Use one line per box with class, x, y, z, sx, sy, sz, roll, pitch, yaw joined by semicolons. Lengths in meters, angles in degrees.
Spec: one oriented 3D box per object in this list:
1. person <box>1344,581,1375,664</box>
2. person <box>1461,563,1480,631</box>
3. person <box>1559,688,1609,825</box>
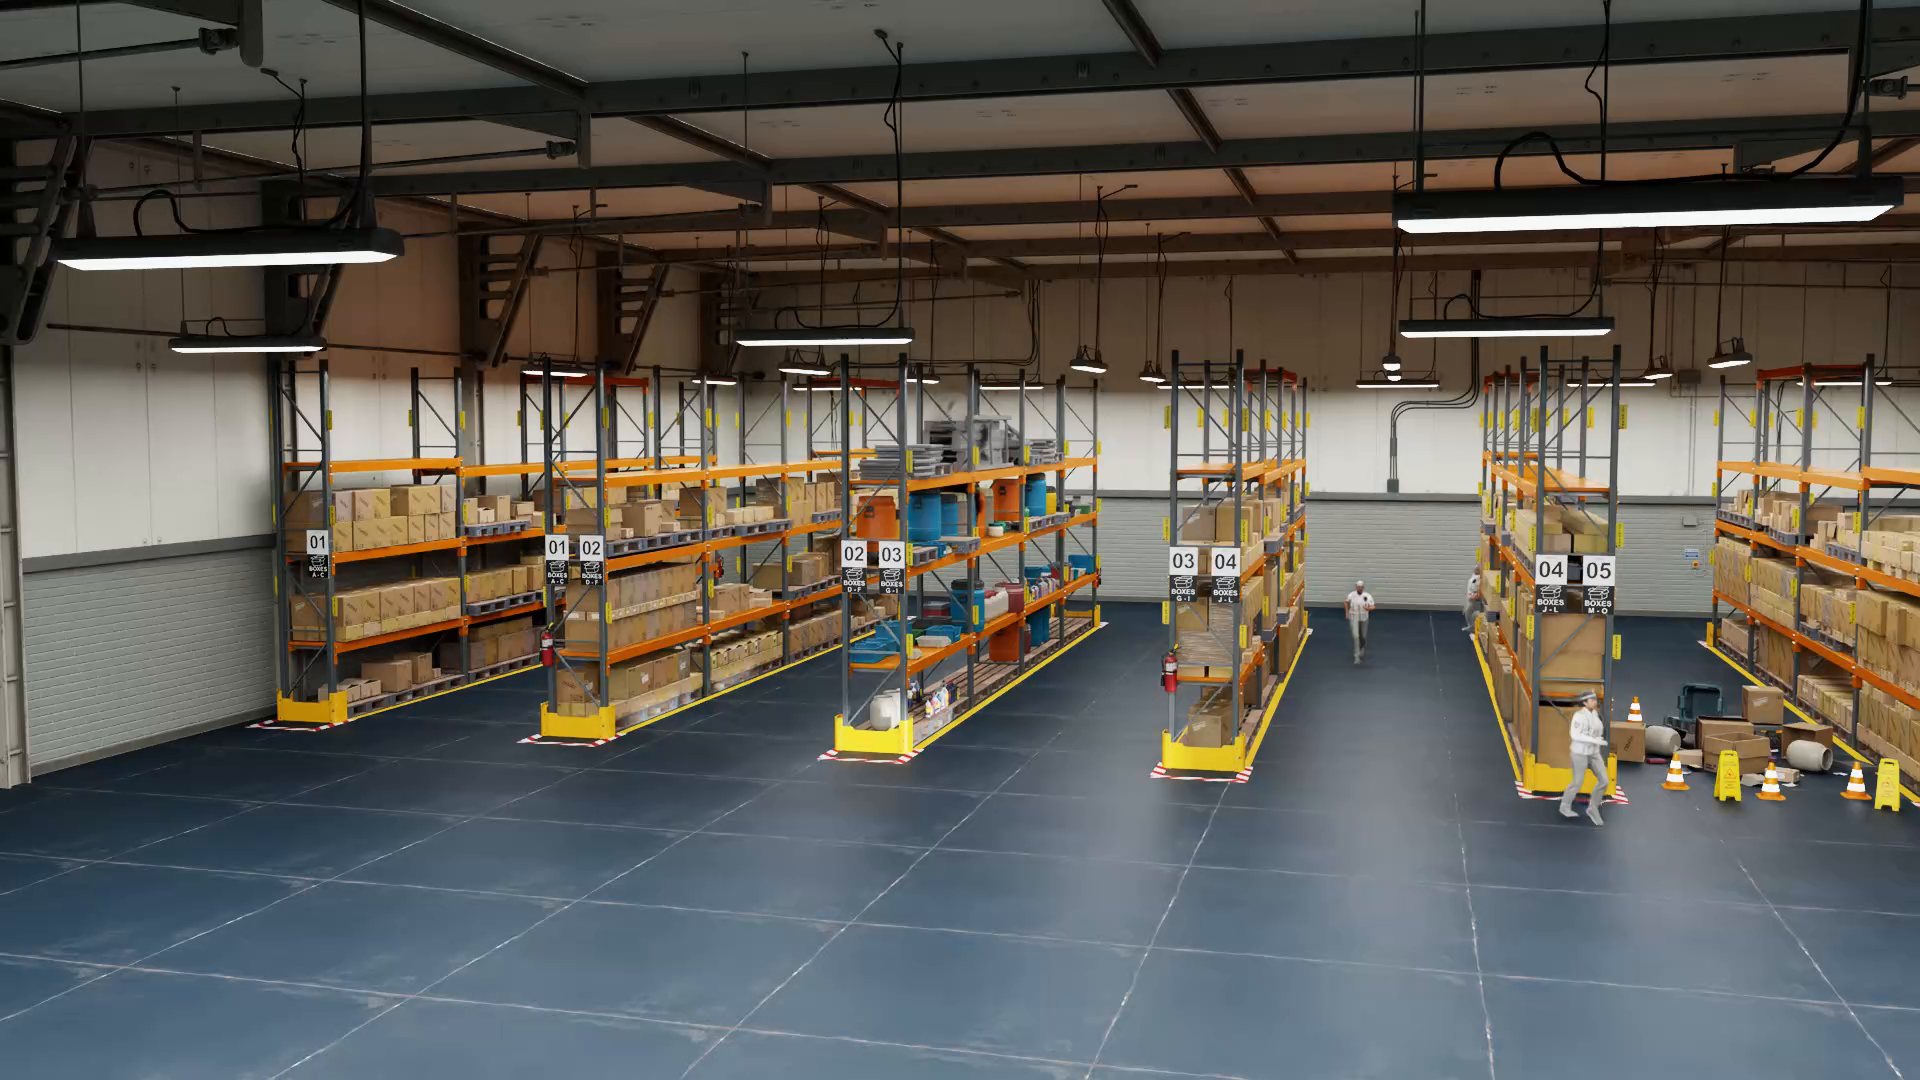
person;8.280;1.671;34.454;0.599;1.668;0.919;1;4;9
person;12.234;1.347;39.304;0.621;1.672;0.854;0;4;-5
person;7.768;2.690;20.636;0.602;1.740;0.719;-2;5;-30
